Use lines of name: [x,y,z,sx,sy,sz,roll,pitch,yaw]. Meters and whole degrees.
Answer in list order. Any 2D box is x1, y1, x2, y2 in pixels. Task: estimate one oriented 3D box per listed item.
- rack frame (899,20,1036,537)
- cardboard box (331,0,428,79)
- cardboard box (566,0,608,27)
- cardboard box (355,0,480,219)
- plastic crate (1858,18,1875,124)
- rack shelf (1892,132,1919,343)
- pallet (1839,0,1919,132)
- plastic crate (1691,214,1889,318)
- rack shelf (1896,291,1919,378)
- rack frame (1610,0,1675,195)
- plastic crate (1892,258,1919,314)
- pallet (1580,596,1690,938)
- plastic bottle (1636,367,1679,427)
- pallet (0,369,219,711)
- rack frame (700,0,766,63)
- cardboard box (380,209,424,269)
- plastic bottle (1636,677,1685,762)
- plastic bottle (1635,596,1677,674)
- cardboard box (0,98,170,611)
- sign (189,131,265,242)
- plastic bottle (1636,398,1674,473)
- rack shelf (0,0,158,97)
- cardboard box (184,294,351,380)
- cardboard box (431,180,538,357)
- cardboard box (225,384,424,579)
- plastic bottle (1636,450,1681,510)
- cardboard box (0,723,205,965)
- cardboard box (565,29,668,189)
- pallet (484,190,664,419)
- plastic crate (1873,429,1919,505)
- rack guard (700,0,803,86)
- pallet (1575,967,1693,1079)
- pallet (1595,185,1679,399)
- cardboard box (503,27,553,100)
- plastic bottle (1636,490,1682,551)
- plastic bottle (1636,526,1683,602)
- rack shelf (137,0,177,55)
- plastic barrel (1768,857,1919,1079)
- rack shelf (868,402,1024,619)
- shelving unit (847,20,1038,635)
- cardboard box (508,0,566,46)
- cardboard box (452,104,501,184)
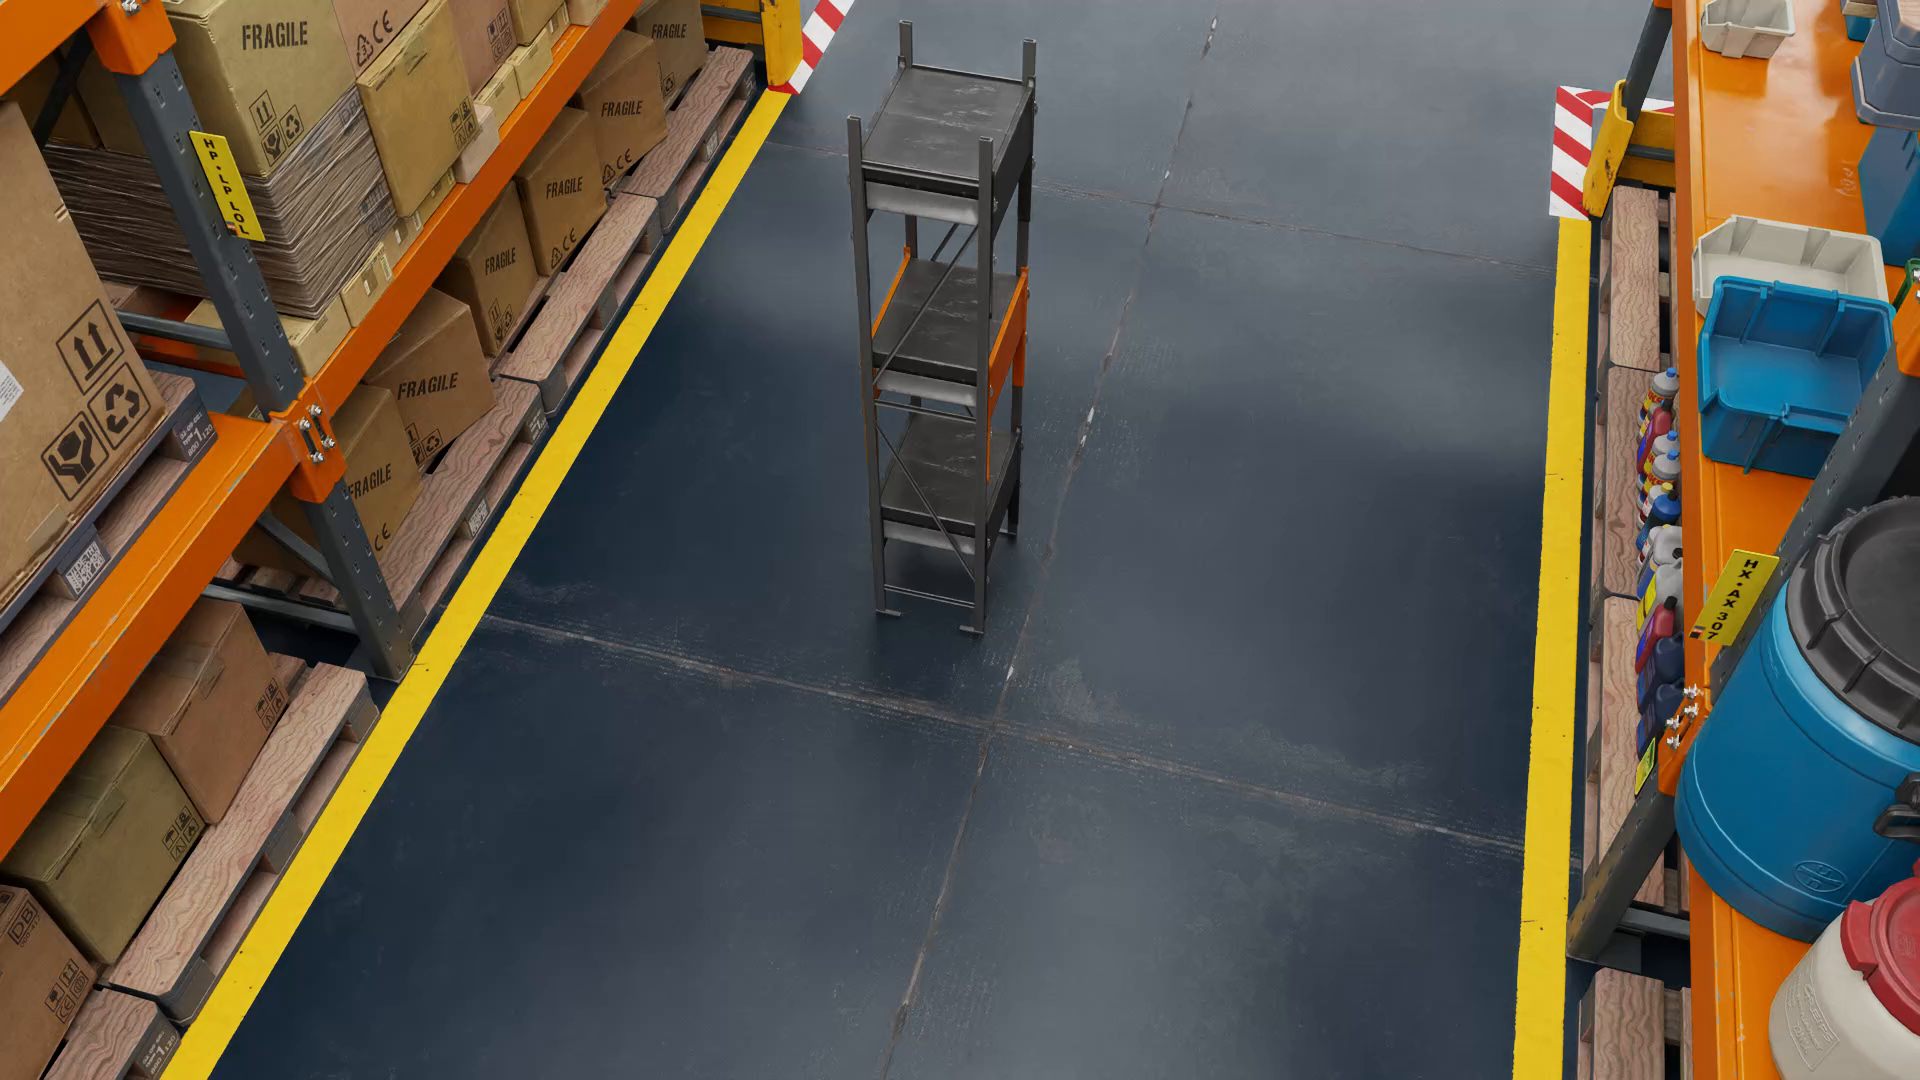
rack frame: [0.021,-0.752,5.513,0.400,2.100,0.015,12,50,10]
cardboard box: [-1.925,-1.729,4.844,0.500,0.500,0.500,12,50,10]
cardboard box: [-1.535,-2.087,6.259,0.380,0.149,0.250,12,50,10]
cardboard box: [-2.075,-1.429,5.246,0.875,0.500,0.500,12,50,10]
plastic crate: [3.393,-1.607,5.767,0.499,0.251,0.408,12,50,10]
rack shelf: [2.886,-1.854,4.364,1.077,0.370,4.000,12,50,10]
pallet: [2.455,-1.124,3.366,1.213,0.211,1.003,12,50,10]
plastic crate: [2.543,-0.790,5.122,0.530,0.136,0.437,12,50,10]
rack shelf: [1.833,1.040,1.811,1.077,0.370,4.000,12,50,10]
rack frame: [3.412,-2.546,6.496,1.000,3.000,0.127,12,50,10]
plastic crate: [2.989,-0.508,4.839,0.450,0.188,0.662,12,50,10]
pallet: [2.576,0.793,5.410,1.003,0.211,1.213,12,50,10]
plastic bottle: [2.634,-0.539,6.251,0.097,0.271,0.097,0,49,0]
pallet: [-2.760,-0.042,4.415,1.003,0.211,1.213,12,50,10]
rack frame: [-1.366,-3.523,7.359,1.000,3.000,0.127,12,50,10]
cardboard box: [-1.955,-1.007,5.306,0.380,0.149,0.250,12,50,10]
plastic bottle: [2.251,0.556,5.232,0.144,0.351,0.185,10,49,9]
plastic bottle: [2.304,0.313,5.491,0.061,0.283,0.133,15,50,13]
cardboard box: [-2.763,-0.420,3.940,1.000,1.000,1.000,12,50,10]
sign: [-1.882,-0.906,4.277,0.100,0.325,0.005,12,50,10]
plastic bottle: [2.557,-0.382,6.105,0.061,0.283,0.133,12,50,11]
rack shelf: [-2.945,0.062,2.674,1.077,0.370,4.000,12,50,10]
cardboard box: [-2.072,-0.643,4.984,0.380,0.149,0.250,12,50,10]
cardboard box: [-2.044,-1.103,6.610,0.500,0.500,0.500,8,49,7]
cardboard box: [-2.275,-0.223,5.833,0.500,0.500,0.500,10,49,9]
plastic bottle: [2.518,-0.218,5.968,0.097,0.271,0.097,0,49,0]
cardboard box: [-2.745,0.833,4.888,0.700,0.500,0.500,11,50,10]
cardboard box: [-1.671,-1.947,7.355,0.500,0.500,0.500,24,53,20]
pallet: [-1.957,-1.085,7.067,1.003,0.211,1.213,12,50,10]
plastic crate: [2.620,0.015,4.278,0.767,0.338,0.504,12,50,10]
rack guard: [-1.386,-2.641,8.247,1.175,0.500,0.348,12,50,10]
pallet: [2.190,1.846,4.480,1.003,0.211,1.213,12,50,10]
pallet: [3.219,-0.972,6.967,1.003,0.211,1.213,12,50,10]
cardboard box: [-1.690,-1.730,5.944,0.380,0.149,0.250,12,50,10]
plastic bottle: [2.465,-0.072,5.839,0.097,0.271,0.097,0,49,0]
plastic bottle: [2.433,0.091,5.692,0.152,0.276,0.135,12,50,11]
rack shelf: [-1.892,-2.831,5.227,1.077,0.370,4.000,12,50,10]
plastic barrel: [1.896,0.951,3.319,0.433,0.535,0.433,0,49,0]
rack shelf: [-0.044,-0.103,5.892,0.431,0.518,0.480,12,50,10]
shelving unit: [-0.044,-0.575,5.357,0.431,2.100,0.503,12,50,10]
cardboard box: [-1.869,-2.164,5.895,0.875,0.500,0.500,12,50,10]
cardboard box: [-1.792,-1.363,5.620,0.380,0.149,0.250,12,50,10]
